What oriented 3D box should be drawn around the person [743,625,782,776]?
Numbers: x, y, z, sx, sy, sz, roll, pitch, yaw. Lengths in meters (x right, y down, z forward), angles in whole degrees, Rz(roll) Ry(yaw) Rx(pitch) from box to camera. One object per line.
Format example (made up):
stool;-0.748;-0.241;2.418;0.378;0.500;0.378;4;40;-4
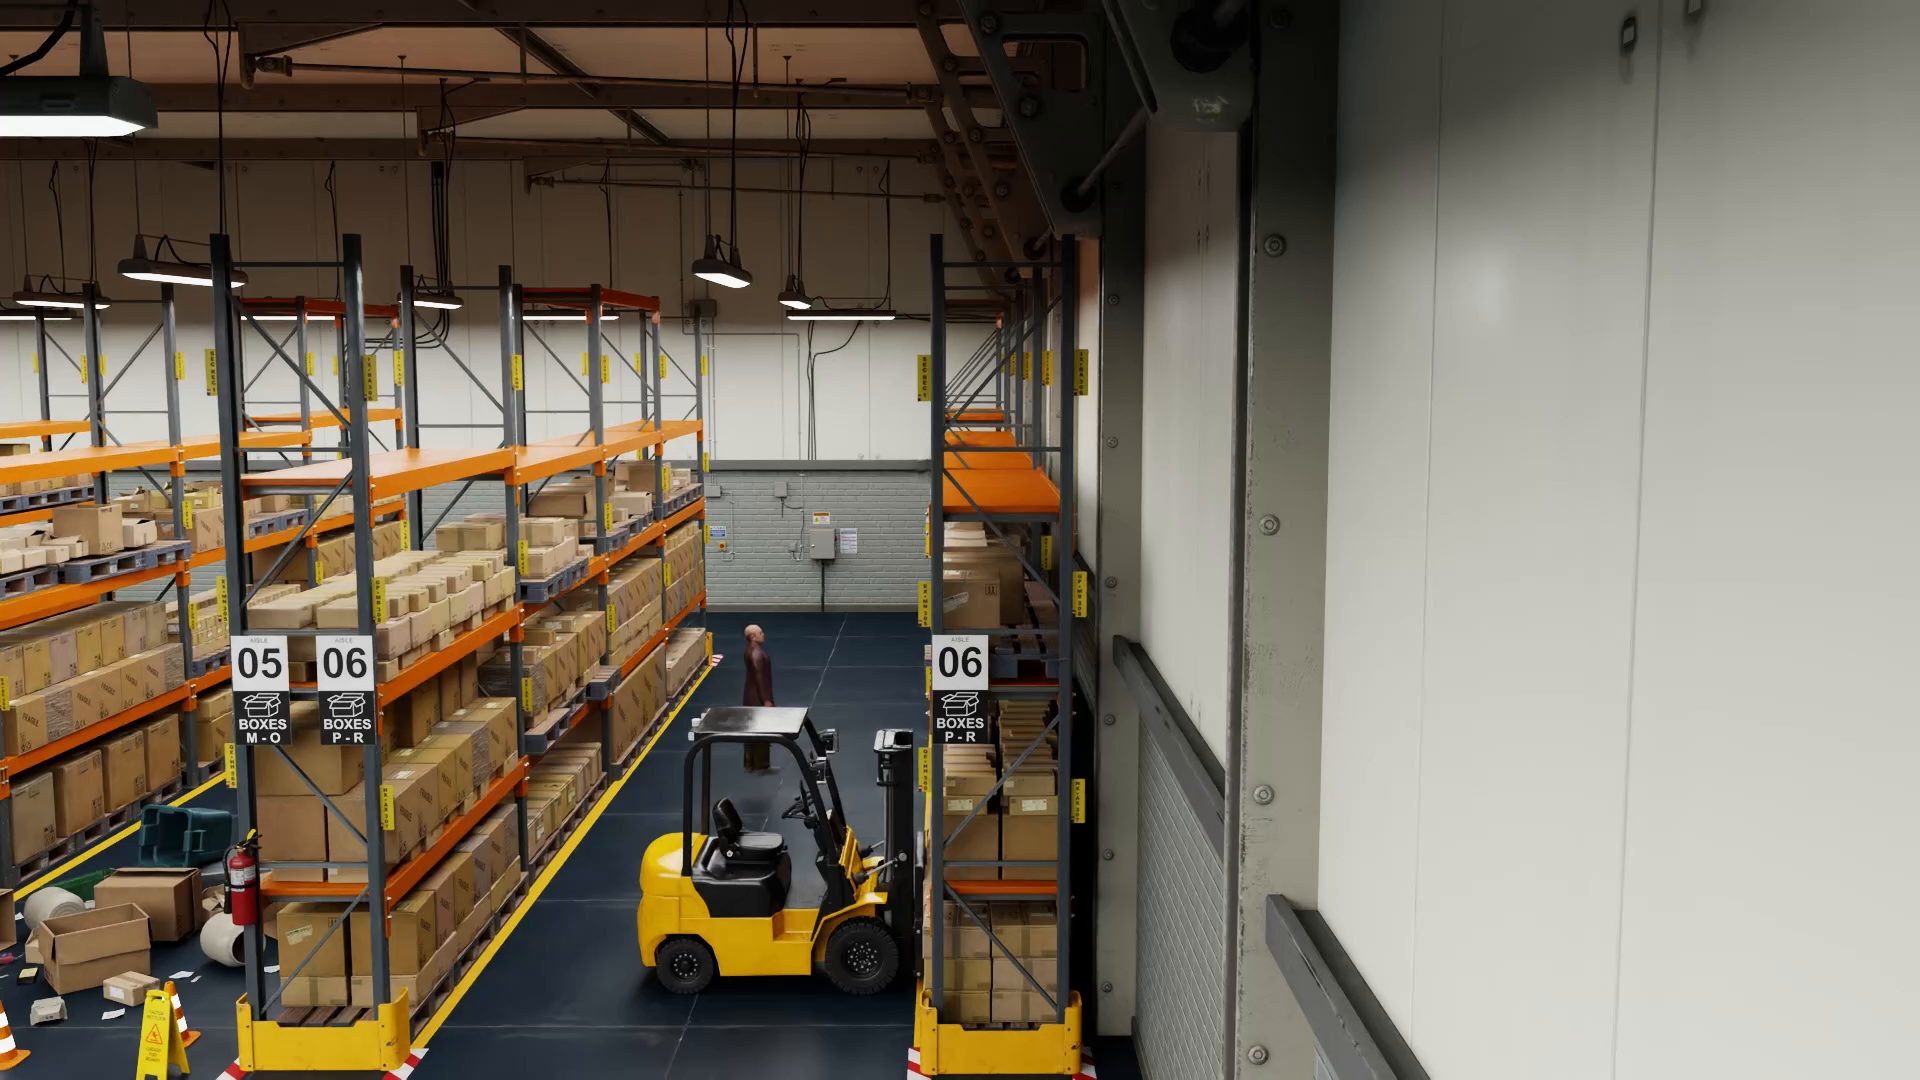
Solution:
person;-2.357;1.887;19.691;0.410;1.784;0.667;-4;7;-30
